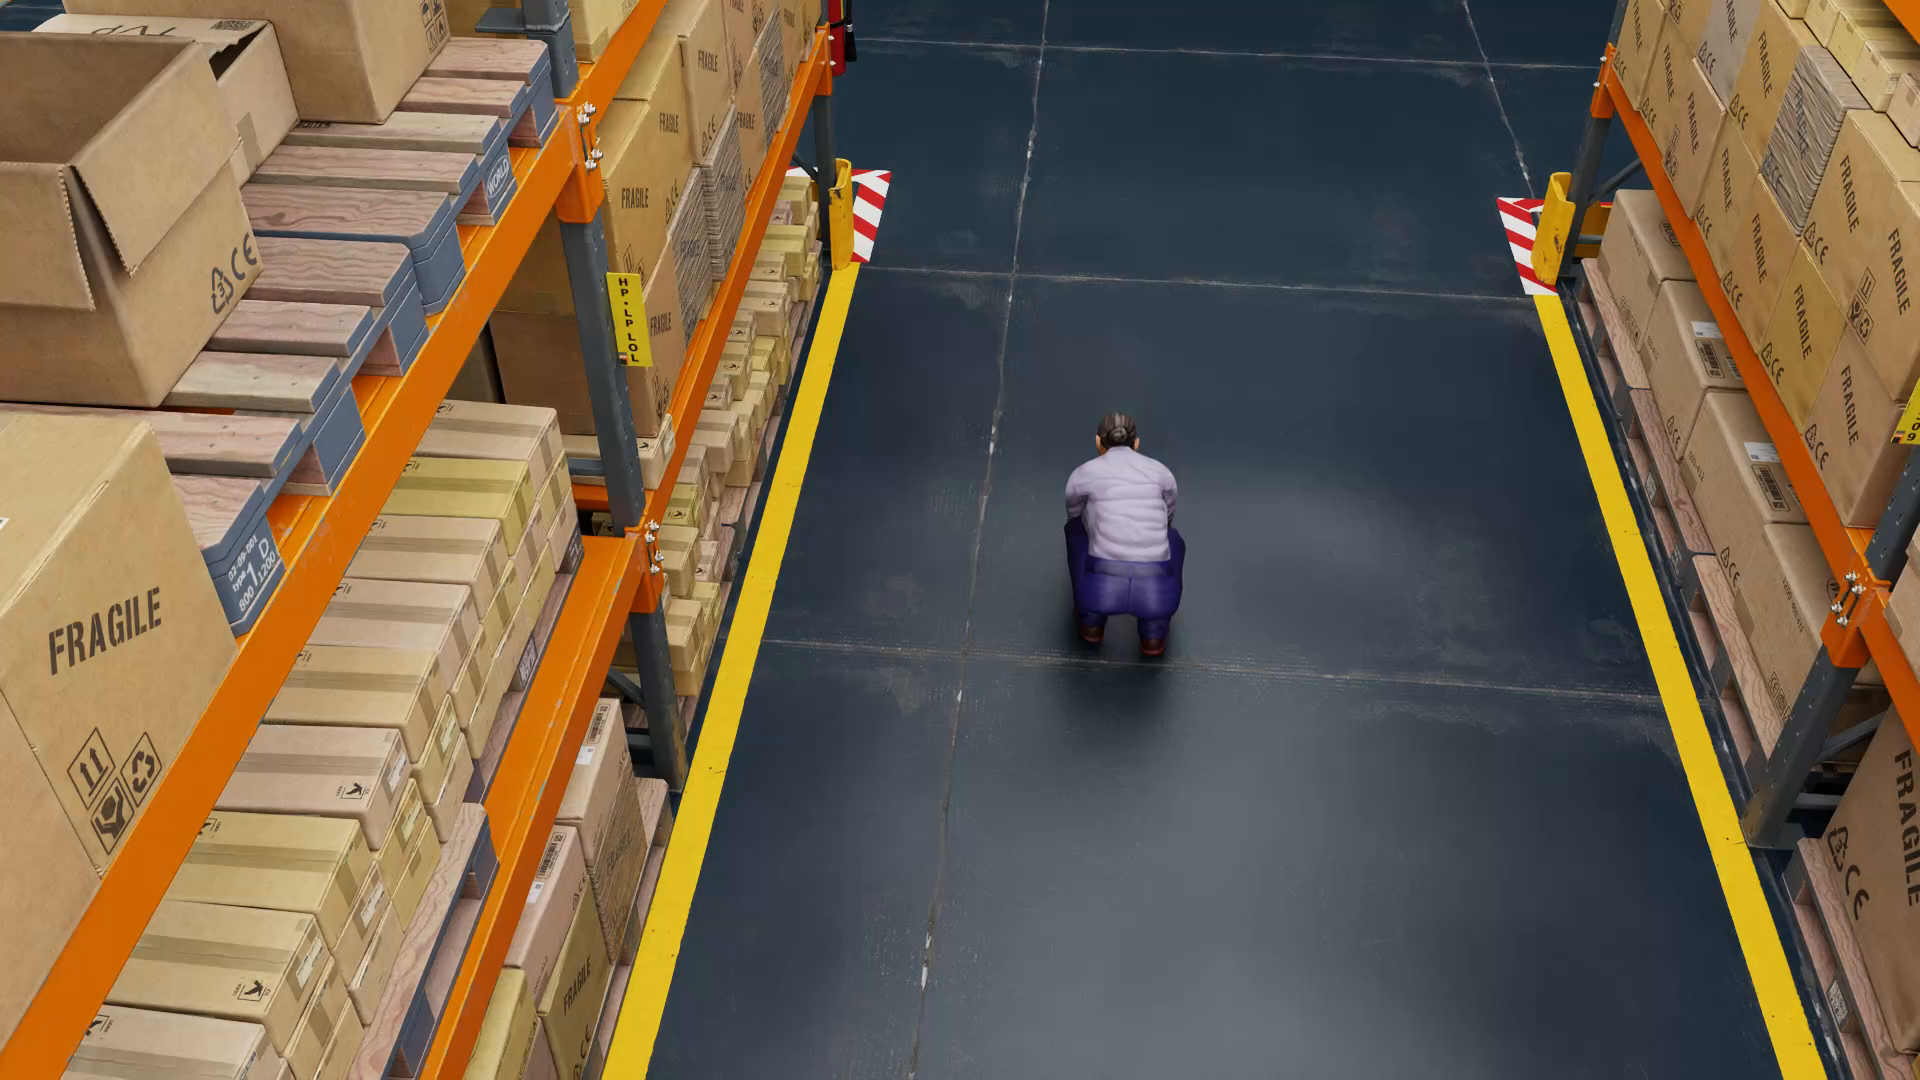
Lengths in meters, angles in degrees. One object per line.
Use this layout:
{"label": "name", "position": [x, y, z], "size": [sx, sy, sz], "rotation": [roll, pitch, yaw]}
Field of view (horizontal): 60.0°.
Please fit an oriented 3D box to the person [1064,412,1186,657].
{"label": "person", "position": [0.680, 0.003, 6.828], "size": [0.516, 0.804, 0.822], "rotation": [3, 40, 4]}
